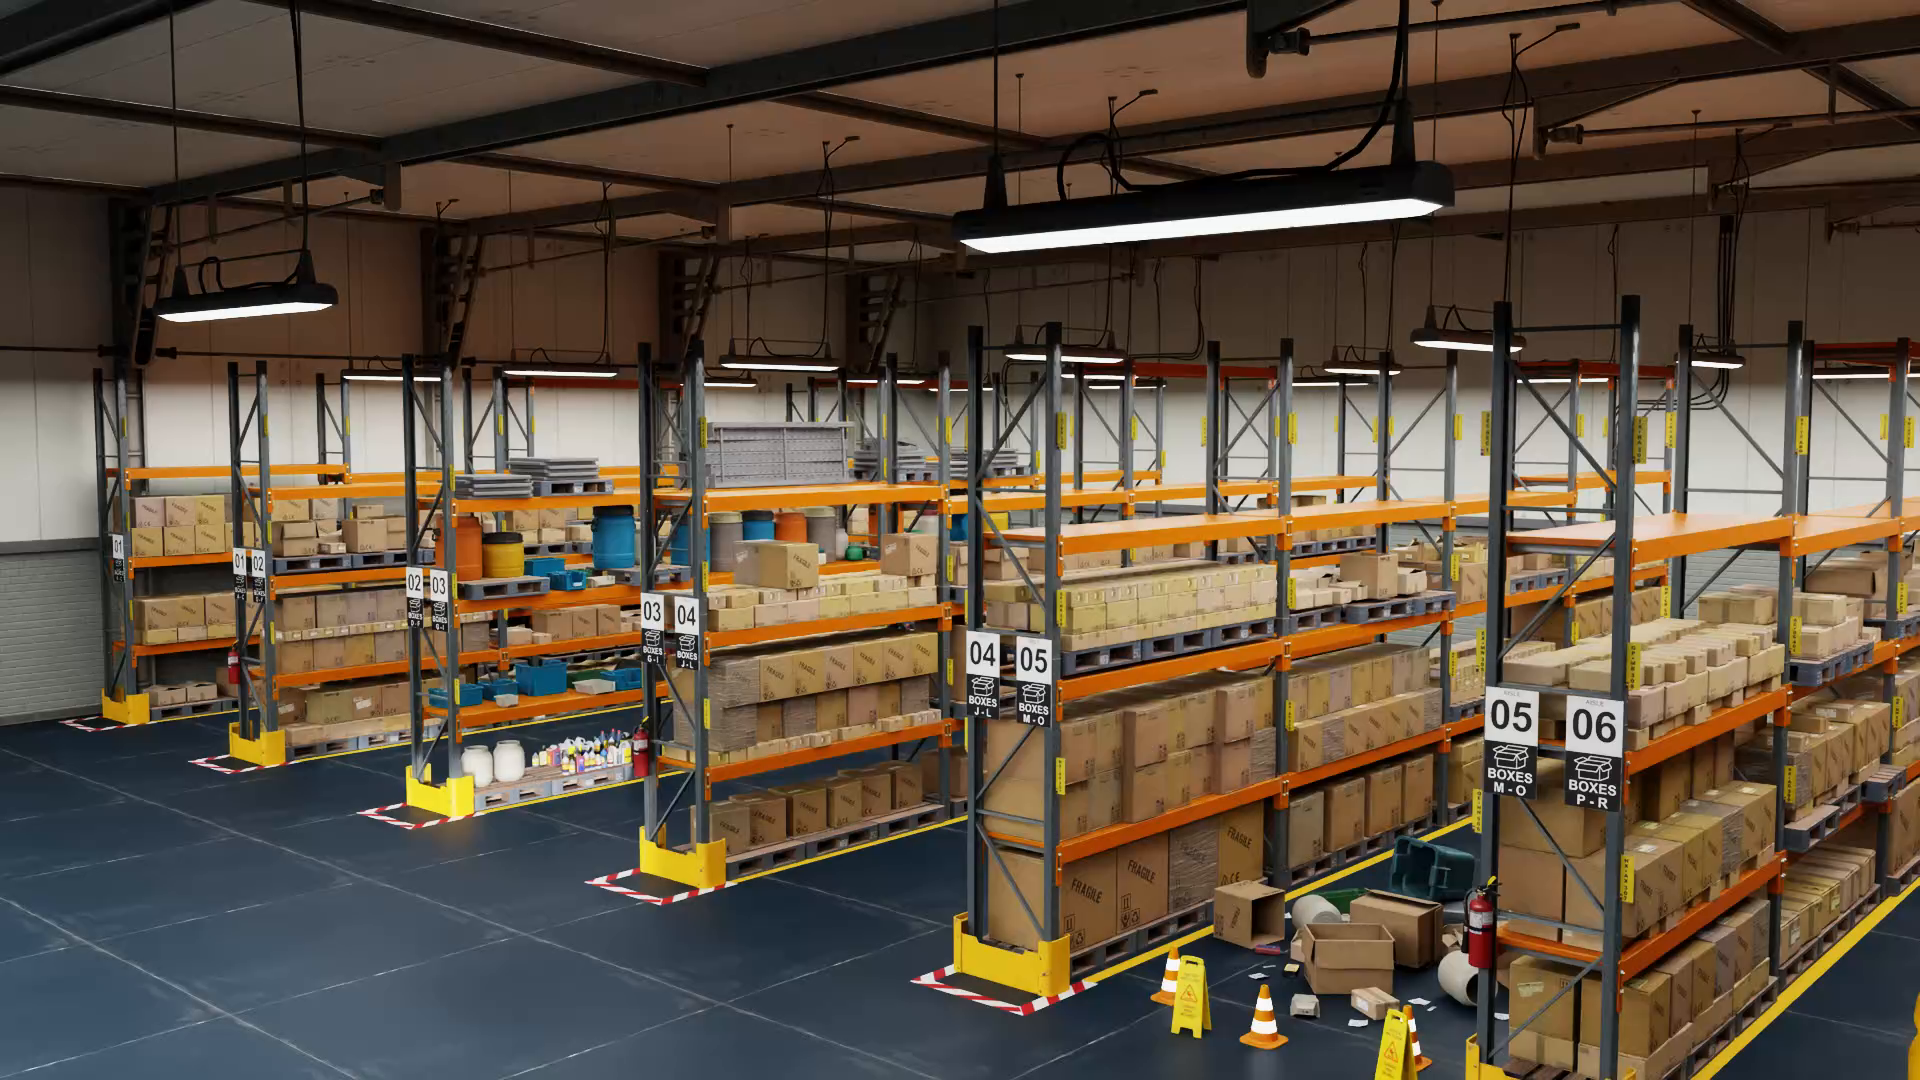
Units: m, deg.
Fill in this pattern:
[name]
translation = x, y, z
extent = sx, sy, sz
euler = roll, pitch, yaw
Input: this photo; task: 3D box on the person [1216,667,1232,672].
[person]
translation = 3.587, 2.624, 23.130
extent = 0.429, 1.702, 0.542
euler = 1, 4, 18
